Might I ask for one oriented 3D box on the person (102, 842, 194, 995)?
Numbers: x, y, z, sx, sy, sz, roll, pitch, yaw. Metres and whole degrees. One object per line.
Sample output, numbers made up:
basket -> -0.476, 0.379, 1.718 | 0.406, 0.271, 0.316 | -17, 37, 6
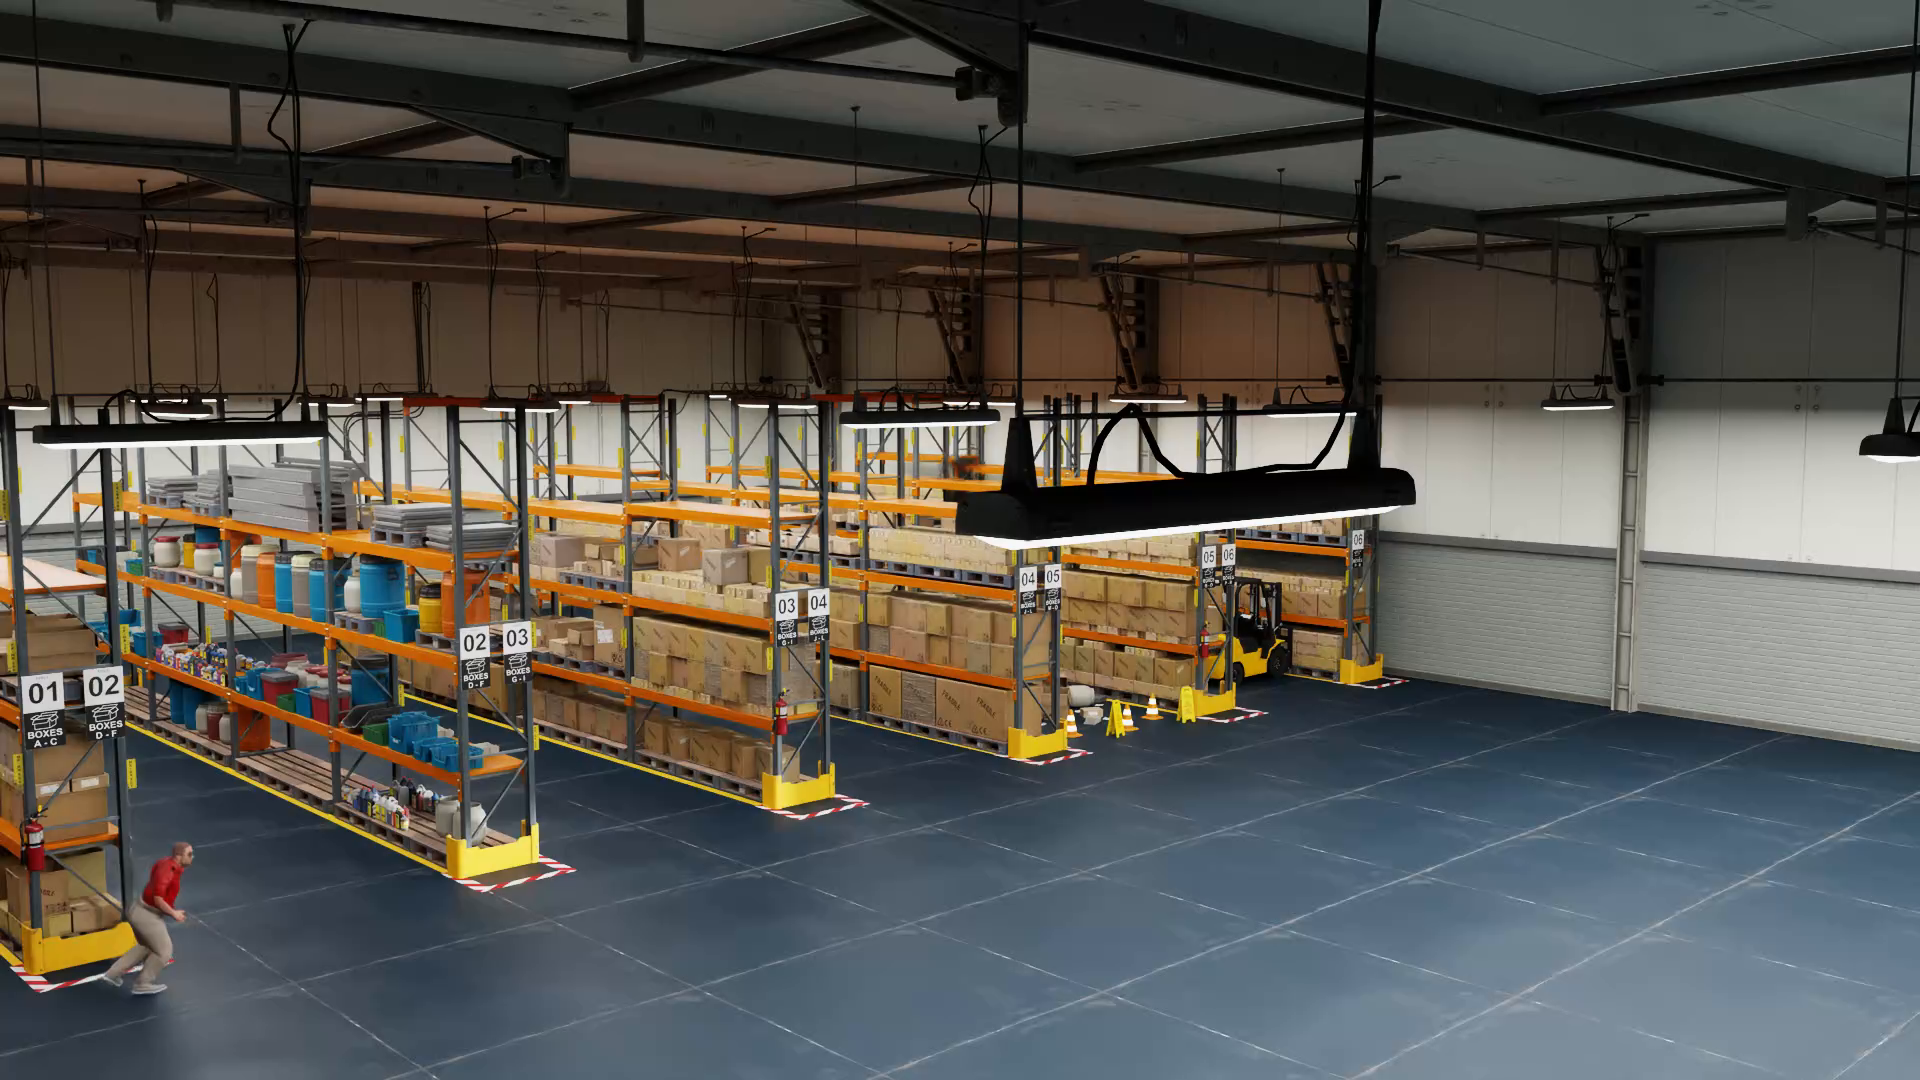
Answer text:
person -> -8.348, 3.944, 17.128 | 0.867, 1.476, 0.668 | -3, 6, -31
